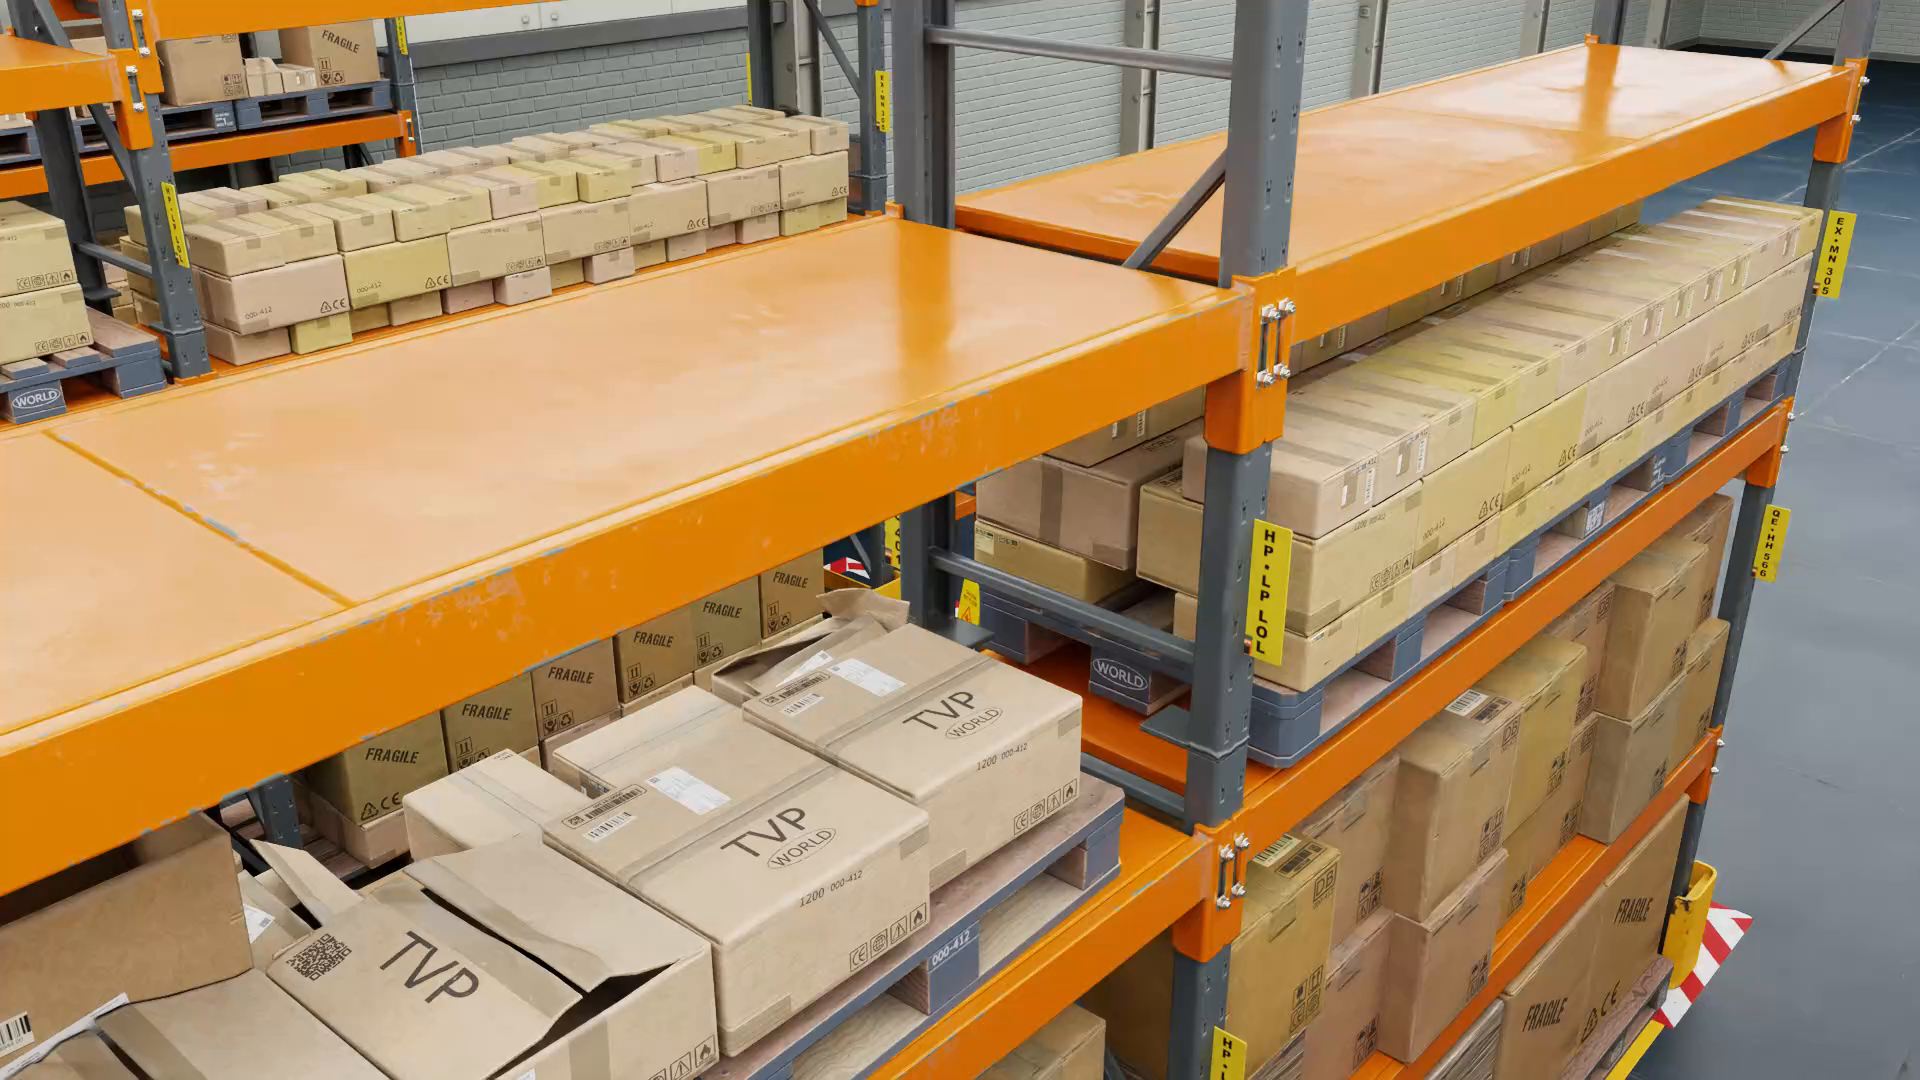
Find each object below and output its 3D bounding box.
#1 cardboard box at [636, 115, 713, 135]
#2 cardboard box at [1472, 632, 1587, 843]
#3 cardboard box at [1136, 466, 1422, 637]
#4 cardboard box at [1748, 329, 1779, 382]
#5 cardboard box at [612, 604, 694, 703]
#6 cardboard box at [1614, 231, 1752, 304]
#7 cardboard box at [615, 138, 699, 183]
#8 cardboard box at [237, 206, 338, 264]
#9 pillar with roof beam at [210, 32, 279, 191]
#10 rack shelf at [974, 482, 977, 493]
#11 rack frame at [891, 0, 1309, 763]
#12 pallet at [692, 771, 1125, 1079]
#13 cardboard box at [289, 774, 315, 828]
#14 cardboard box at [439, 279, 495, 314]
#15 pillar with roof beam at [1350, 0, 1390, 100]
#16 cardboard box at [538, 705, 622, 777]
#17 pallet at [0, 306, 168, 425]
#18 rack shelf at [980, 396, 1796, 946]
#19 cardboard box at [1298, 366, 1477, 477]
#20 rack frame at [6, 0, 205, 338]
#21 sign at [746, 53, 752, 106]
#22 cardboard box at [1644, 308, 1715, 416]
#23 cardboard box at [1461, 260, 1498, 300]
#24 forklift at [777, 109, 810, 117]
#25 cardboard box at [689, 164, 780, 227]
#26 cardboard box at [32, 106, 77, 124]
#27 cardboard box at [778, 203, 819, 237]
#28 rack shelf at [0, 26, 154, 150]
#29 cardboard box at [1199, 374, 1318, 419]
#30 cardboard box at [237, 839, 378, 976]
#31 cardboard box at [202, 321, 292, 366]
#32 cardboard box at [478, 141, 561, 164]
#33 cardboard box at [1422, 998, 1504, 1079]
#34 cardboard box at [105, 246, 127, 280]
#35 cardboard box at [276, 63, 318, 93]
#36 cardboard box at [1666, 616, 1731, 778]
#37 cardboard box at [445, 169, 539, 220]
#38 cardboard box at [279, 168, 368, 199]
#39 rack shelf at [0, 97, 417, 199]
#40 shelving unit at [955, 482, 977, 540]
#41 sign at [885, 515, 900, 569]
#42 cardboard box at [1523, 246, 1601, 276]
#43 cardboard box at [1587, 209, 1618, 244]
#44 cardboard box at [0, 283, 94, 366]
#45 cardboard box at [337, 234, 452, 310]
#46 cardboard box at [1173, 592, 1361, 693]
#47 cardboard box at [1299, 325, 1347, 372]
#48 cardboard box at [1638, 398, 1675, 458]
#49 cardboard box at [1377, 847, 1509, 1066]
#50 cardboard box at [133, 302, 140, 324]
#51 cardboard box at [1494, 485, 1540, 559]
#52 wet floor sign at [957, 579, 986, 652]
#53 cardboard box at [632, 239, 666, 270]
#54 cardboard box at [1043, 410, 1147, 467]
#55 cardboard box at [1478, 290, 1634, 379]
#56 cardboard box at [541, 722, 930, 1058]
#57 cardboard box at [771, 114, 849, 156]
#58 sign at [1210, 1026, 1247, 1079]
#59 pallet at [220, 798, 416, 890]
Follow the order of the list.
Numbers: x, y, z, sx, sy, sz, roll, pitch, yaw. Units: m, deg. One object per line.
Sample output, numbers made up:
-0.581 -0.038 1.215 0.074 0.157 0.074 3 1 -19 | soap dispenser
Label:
-1.587 -2.246 9.231 0.380 0.149 0.250 20 31 37 | cardboard box
1.618 0.564 5.793 0.875 0.550 0.500 20 31 38 | cardboard box
0.790 -0.027 4.134 0.500 0.250 0.500 20 31 38 | cardboard box
2.787 -0.721 6.169 0.380 0.149 0.250 20 31 38 | cardboard box
-1.857 0.527 9.311 0.500 0.500 0.500 19 31 36 | cardboard box
2.442 -0.927 5.653 0.380 0.149 0.250 21 31 38 | cardboard box
-1.568 -1.969 8.612 0.380 0.149 0.250 20 31 38 | cardboard box
-2.893 -1.315 7.153 0.380 0.149 0.250 21 32 39 | cardboard box
-2.458 -3.771 9.633 9.100 9.000 0.400 20 31 38 | pillar with roof beam
-0.036 -0.453 11.974 0.215 0.259 0.240 20 31 38 | rack shelf
0.255 -1.019 3.495 1.000 3.000 0.127 20 31 38 | rack frame
-0.320 0.730 3.495 0.805 0.209 1.217 19 30 36 | pallet
-3.304 1.207 8.710 0.500 0.250 0.500 22 32 40 | cardboard box
-2.425 -1.199 7.869 0.380 0.149 0.250 19 30 36 | cardboard box
9.556 -9.255 21.865 9.100 9.000 0.400 20 31 38 | pillar with roof beam
-2.204 1.026 9.113 0.500 0.250 0.500 20 31 37 | cardboard box
-3.990 -0.727 6.739 1.213 0.211 1.003 20 31 38 | pallet
1.590 0.068 5.615 1.077 0.370 4.000 20 31 38 | rack shelf
1.090 -0.310 4.277 0.380 0.149 0.250 20 31 37 | cardboard box
-3.498 -2.340 6.441 1.000 3.000 0.127 20 31 38 | rack frame
-1.233 -2.737 9.924 0.100 0.325 0.005 20 31 38 | sign
2.136 -0.643 5.508 0.500 0.250 0.500 20 31 37 | cardboard box
1.616 -0.954 5.713 0.380 0.149 0.250 20 31 37 | cardboard box
-1.710 -1.606 12.221 3.031 2.935 1.130 -1 24 -3 | forklift
-1.316 -1.878 8.898 0.500 0.250 0.500 20 31 37 | cardboard box
-5.981 -2.871 10.820 0.396 0.266 0.258 19 31 36 | cardboard box
-1.000 -1.806 9.222 0.380 0.149 0.250 20 31 38 | cardboard box
-4.833 -1.220 5.311 1.077 0.370 4.000 20 31 38 | rack shelf
0.730 -0.329 4.807 0.500 0.250 0.500 20 31 37 | cardboard box
-1.151 0.686 2.888 0.396 0.266 0.258 20 31 38 | cardboard box
-3.104 -0.885 7.169 0.380 0.149 0.250 20 31 37 | cardboard box
-2.257 -1.932 8.529 0.380 0.149 0.250 21 32 39 | cardboard box
1.326 2.048 6.071 0.875 0.875 0.875 20 31 38 | cardboard box
-5.810 -1.945 11.614 0.380 0.149 0.250 20 31 38 | cardboard box
-4.855 -3.331 11.990 0.380 0.149 0.250 19 30 36 | cardboard box
2.711 0.557 7.130 0.875 0.550 0.550 20 31 38 | cardboard box
-2.217 -1.639 7.877 0.380 0.149 0.250 20 31 37 | cardboard box
-3.017 -1.647 7.893 0.380 0.149 0.250 21 32 39 | cardboard box
-5.863 -2.607 11.581 1.077 0.370 4.000 20 31 38 | rack shelf
-0.036 -0.463 11.970 0.215 1.050 0.252 20 31 38 | shelving unit
-0.159 -0.074 4.324 0.100 0.325 0.005 20 31 38 | sign
2.074 -0.942 6.173 0.500 0.250 0.500 20 31 37 | cardboard box
2.297 -1.265 6.406 0.380 0.149 0.250 20 31 38 | cardboard box
-3.780 -0.877 6.514 0.500 0.250 0.500 19 31 37 | cardboard box
-2.664 -1.258 7.513 0.500 0.250 0.500 20 31 37 | cardboard box
0.751 0.209 4.094 0.380 0.149 0.250 20 31 37 | cardboard box
0.937 -0.644 5.022 0.380 0.149 0.250 20 31 38 | cardboard box
2.107 -0.411 5.477 0.380 0.149 0.250 20 31 38 | cardboard box
1.291 1.228 5.633 0.875 0.550 0.550 20 31 38 | cardboard box
-5.683 -1.532 11.848 0.500 0.500 0.500 20 31 38 | cardboard box
1.429 -0.102 4.787 0.380 0.149 0.250 20 31 37 | cardboard box
0.095 0.487 10.346 0.232 0.644 0.267 -12 27 -25 | wet floor sign
-1.734 -1.508 8.558 0.380 0.149 0.250 19 30 36 | cardboard box
0.262 -0.335 4.333 0.380 0.149 0.250 20 31 37 | cardboard box
1.767 -0.619 4.965 0.380 0.149 0.250 20 31 37 | cardboard box
-0.405 0.617 3.060 0.500 0.250 0.500 20 31 37 | cardboard box
-0.835 -2.256 9.251 0.380 0.149 0.250 21 31 38 | cardboard box
0.666 1.371 4.178 0.100 0.325 0.005 20 31 38 | sign
-3.077 1.456 8.717 1.003 0.211 1.213 20 31 38 | pallet
